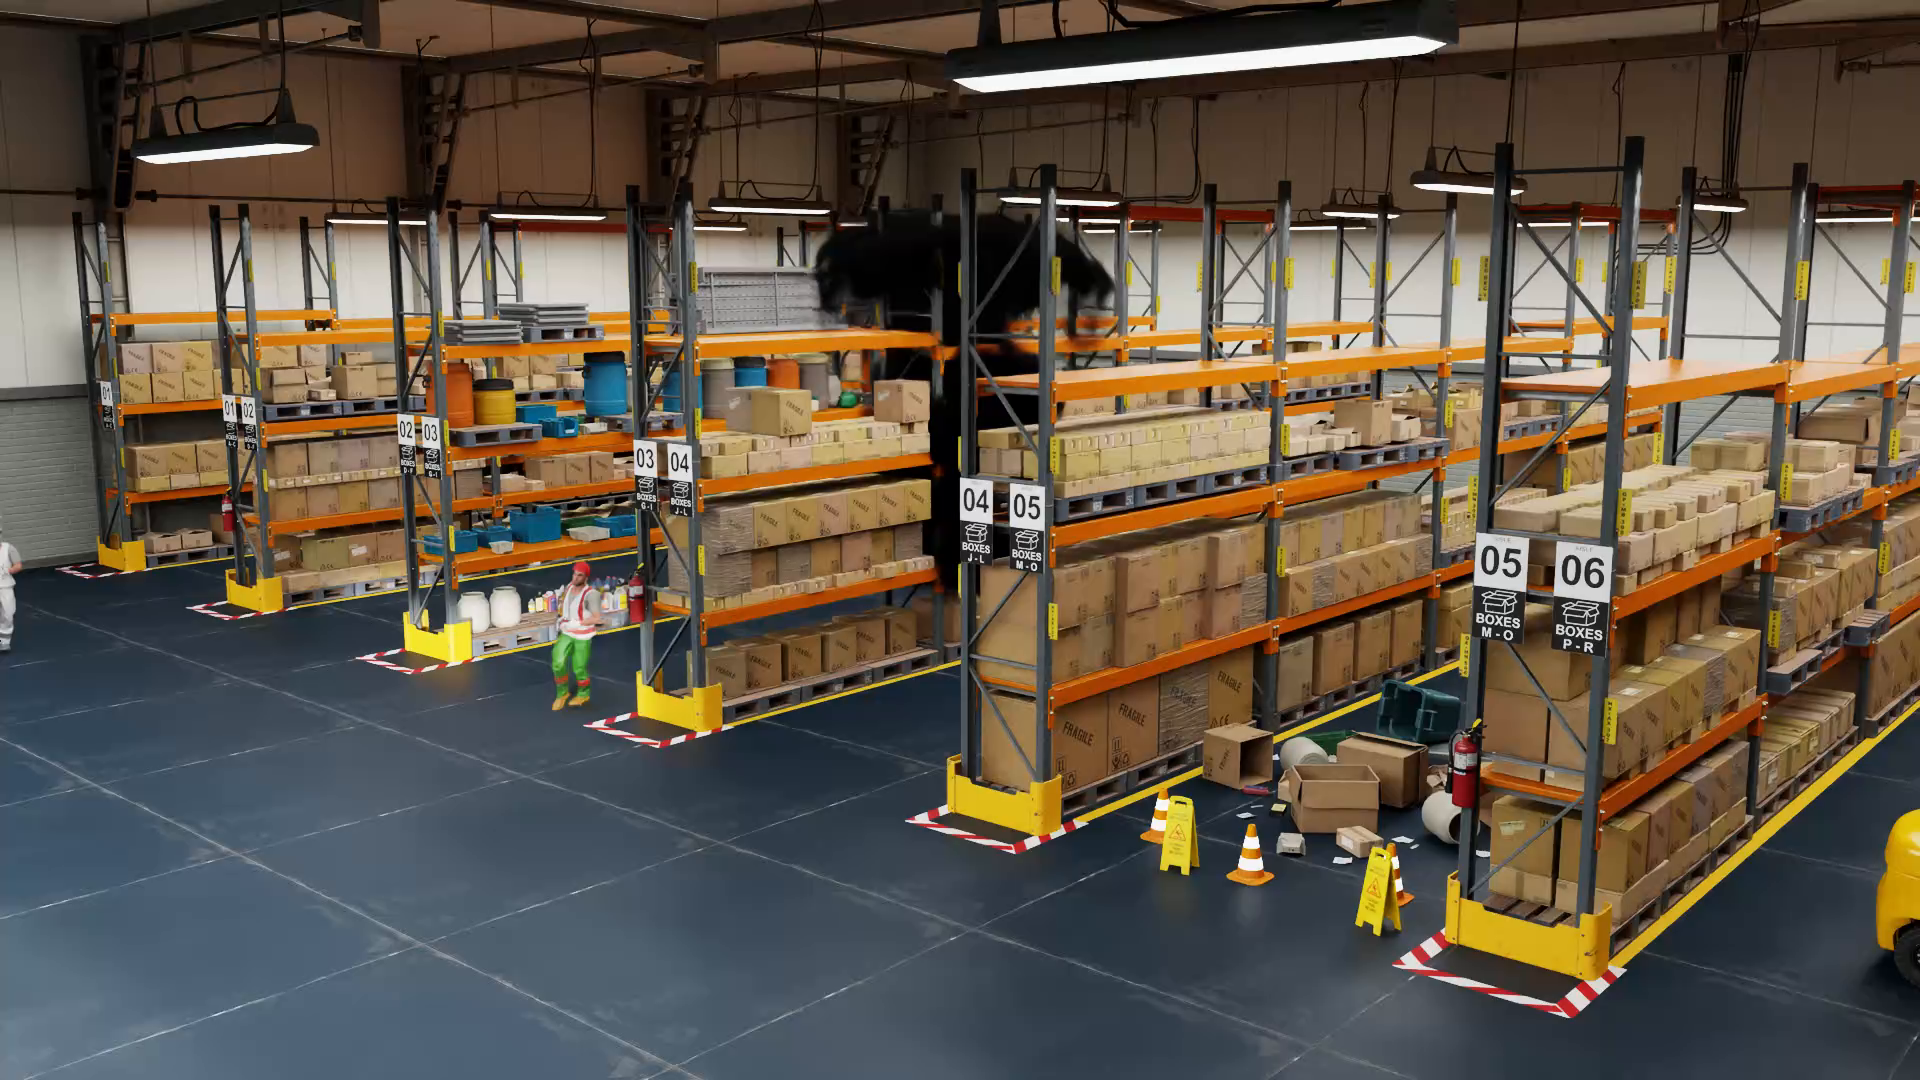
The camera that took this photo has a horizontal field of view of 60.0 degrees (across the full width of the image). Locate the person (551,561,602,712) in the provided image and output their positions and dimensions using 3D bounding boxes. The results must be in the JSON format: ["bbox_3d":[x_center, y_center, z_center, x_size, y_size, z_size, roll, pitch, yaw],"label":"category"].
[{"bbox_3d":[-4.425,1.123,19.267,0.671,1.785,0.667,3,10,20],"label":"person"}]

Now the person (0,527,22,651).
[{"bbox_3d":[-12.729,0.648,21.975,0.640,1.764,0.679,-6,11,-31],"label":"person"}]

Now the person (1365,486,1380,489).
[{"bbox_3d":[7.783,-0.926,31.770,0.656,1.692,0.510,-7,12,-34],"label":"person"}]
